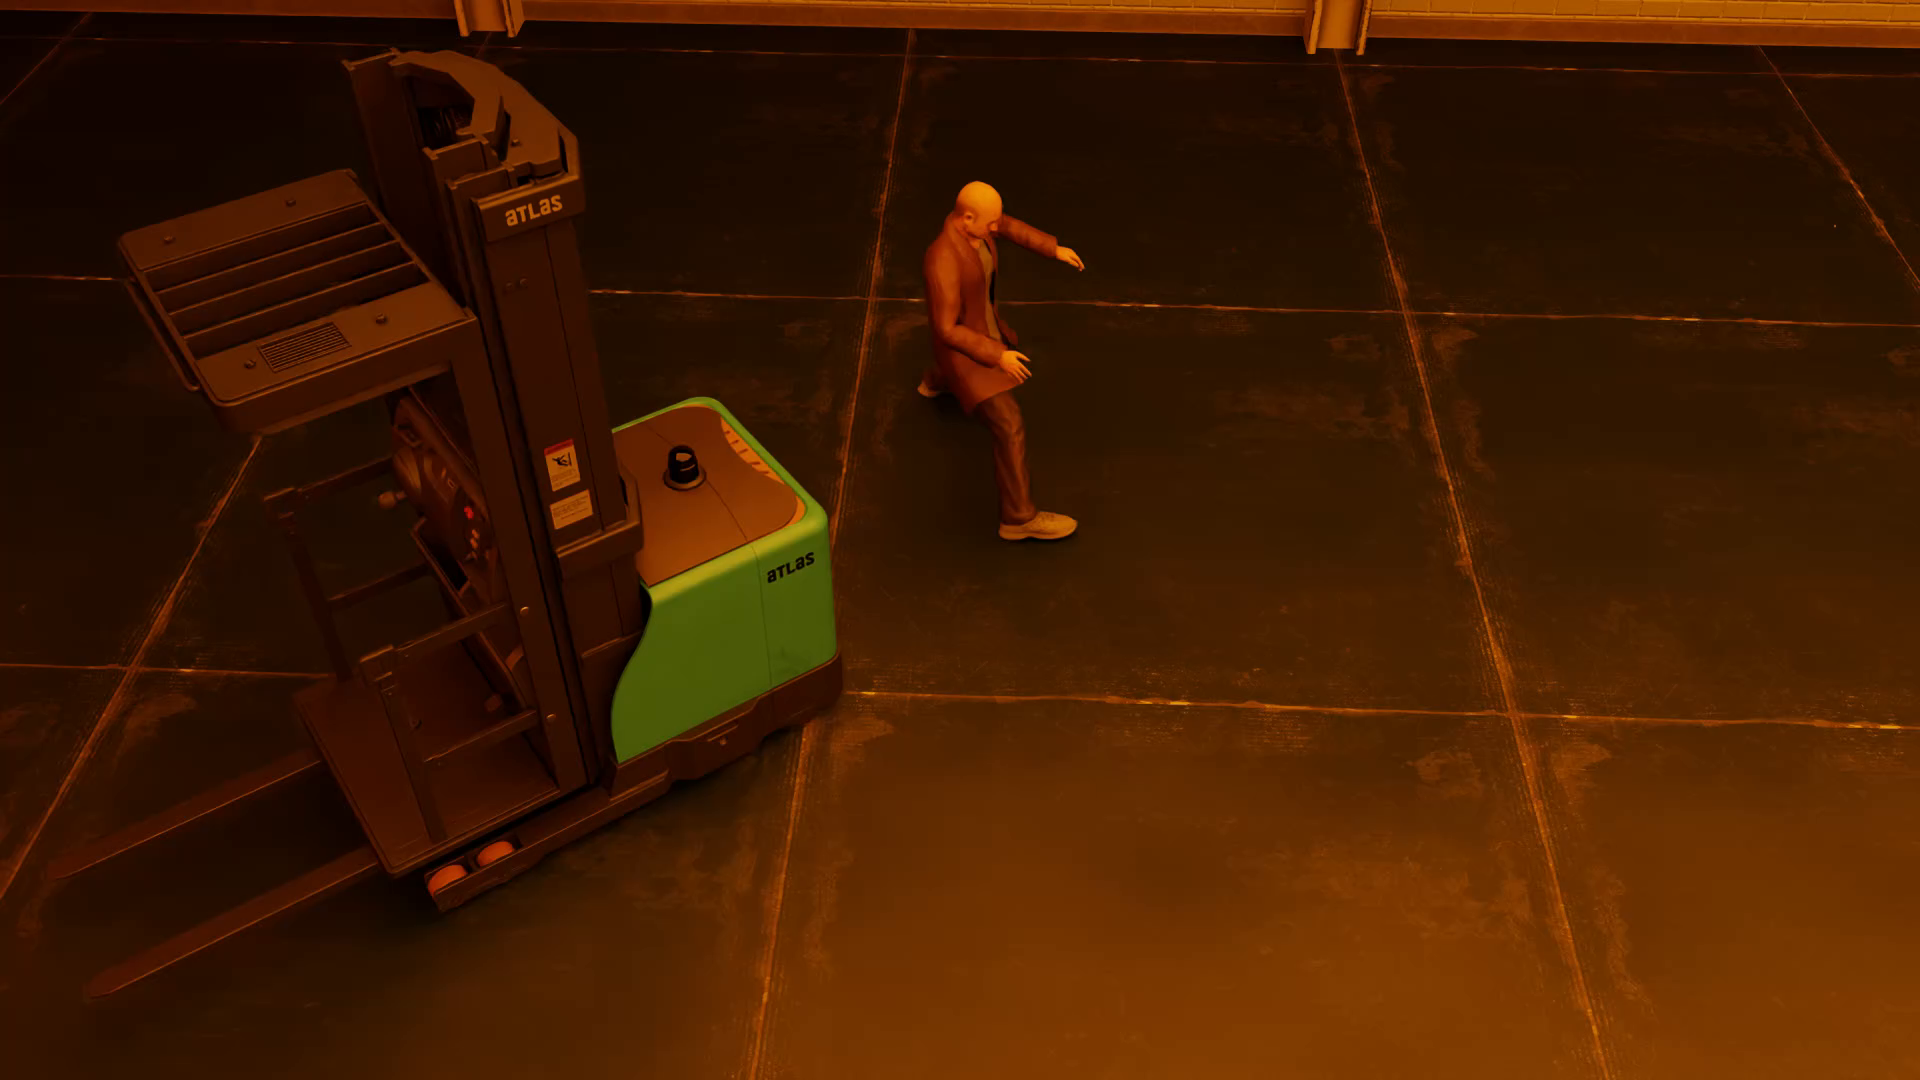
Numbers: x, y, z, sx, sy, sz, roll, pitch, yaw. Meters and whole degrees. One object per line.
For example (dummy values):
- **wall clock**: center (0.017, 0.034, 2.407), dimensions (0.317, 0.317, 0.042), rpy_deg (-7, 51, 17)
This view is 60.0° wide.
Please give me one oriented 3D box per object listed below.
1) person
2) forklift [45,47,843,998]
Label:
- **person**: center (0.189, -0.993, 7.852), dimensions (1.055, 1.583, 1.197), rpy_deg (12, 44, 13)
- **forklift**: center (-1.999, -0.083, 5.833), dimensions (3.031, 2.935, 1.130), rpy_deg (-25, 48, -25)
